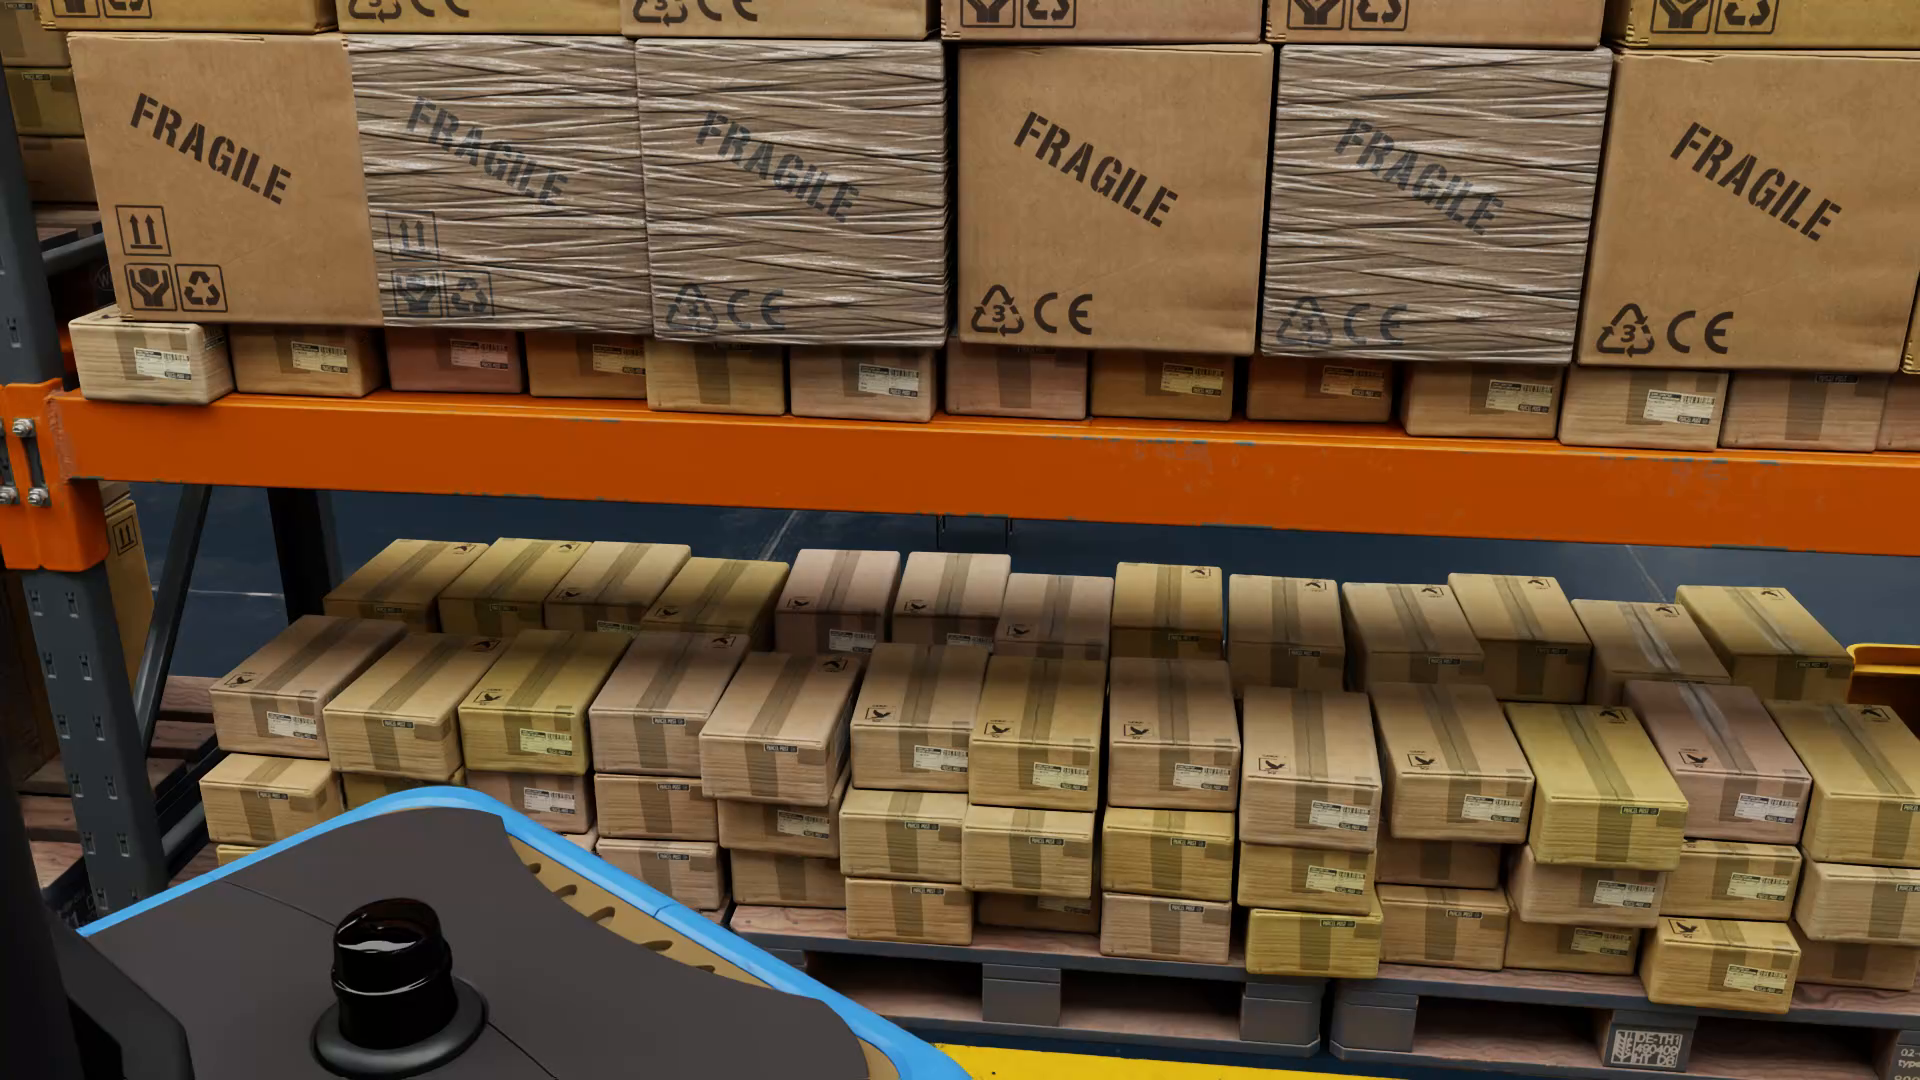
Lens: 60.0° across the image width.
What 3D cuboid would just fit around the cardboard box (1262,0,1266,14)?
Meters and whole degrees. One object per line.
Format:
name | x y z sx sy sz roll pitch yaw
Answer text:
cardboard box | 0.839 -1.278 3.193 0.500 0.500 0.500 2 22 5

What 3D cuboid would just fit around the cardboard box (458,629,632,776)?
cardboard box | -0.862 0.336 3.508 0.250 0.149 0.380 2 22 6

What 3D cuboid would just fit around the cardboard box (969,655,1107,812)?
cardboard box | 0.164 0.386 3.380 0.250 0.149 0.380 3 22 7

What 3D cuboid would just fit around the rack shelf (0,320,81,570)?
rack shelf | -3.689 -0.387 3.818 4.000 0.370 1.077 2 22 6

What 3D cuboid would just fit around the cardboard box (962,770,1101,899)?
cardboard box | 0.151 0.552 3.365 0.250 0.149 0.380 3 22 7

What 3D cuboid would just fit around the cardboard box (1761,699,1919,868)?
cardboard box | 1.714 0.461 3.190 0.250 0.149 0.380 3 22 7

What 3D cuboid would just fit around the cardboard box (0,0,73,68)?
cardboard box | -2.040 -1.175 3.794 0.250 0.149 0.380 4 22 9

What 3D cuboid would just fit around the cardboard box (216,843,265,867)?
cardboard box | -1.379 0.628 3.577 0.250 0.149 0.380 2 22 4

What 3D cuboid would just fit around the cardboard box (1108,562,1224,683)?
cardboard box | 0.480 0.195 3.863 0.250 0.149 0.380 3 22 7

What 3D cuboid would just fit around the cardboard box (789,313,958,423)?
cardboard box | -0.146 -0.347 3.080 0.250 0.149 0.380 3 22 9

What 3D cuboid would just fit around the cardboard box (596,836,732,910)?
cardboard box | -0.604 0.624 3.587 0.250 0.149 0.380 2 22 5

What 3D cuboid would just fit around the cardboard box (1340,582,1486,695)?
cardboard box | 1.010 0.239 3.753 0.250 0.149 0.380 1 22 4

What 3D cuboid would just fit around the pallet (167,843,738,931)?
pallet | -1.032 0.678 3.938 1.213 0.211 1.003 2 22 6

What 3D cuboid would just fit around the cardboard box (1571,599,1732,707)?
cardboard box | 1.501 0.277 3.656 0.250 0.149 0.380 3 22 7

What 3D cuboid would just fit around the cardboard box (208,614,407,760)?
cardboard box | -1.385 0.309 3.575 0.250 0.149 0.380 3 22 8

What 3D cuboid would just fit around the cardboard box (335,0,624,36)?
cardboard box | -0.767 -1.160 2.892 0.500 0.500 0.500 2 22 5

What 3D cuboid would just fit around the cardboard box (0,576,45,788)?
cardboard box | -2.467 0.392 3.697 0.500 0.500 0.500 2 22 5

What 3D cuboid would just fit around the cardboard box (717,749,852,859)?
cardboard box | -0.334 0.498 3.501 0.250 0.149 0.380 4 22 9

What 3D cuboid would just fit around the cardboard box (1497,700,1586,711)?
cardboard box | 1.261 0.403 3.742 0.250 0.149 0.380 3 22 7

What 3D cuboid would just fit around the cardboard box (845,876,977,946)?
cardboard box | -0.086 0.670 3.472 0.250 0.149 0.380 2 22 5

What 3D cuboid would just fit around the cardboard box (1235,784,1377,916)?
cardboard box | 0.680 0.572 3.315 0.250 0.149 0.380 3 22 7

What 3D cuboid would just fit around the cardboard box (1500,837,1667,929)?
cardboard box | 1.195 0.590 3.270 0.250 0.149 0.380 2 22 4

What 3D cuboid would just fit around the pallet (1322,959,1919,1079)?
pallet | 1.391 0.783 3.671 1.213 0.211 1.003 2 22 6

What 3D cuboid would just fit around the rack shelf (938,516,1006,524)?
rack shelf | 0.053 -0.218 5.847 0.240 0.259 0.215 2 22 6

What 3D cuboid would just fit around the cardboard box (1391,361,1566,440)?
cardboard box | 0.905 -0.311 2.987 0.250 0.149 0.380 2 22 4

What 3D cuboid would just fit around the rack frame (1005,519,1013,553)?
rack frame | 0.174 -0.481 5.728 0.008 1.050 0.200 2 22 6

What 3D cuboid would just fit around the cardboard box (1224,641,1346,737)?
cardboard box | 0.744 0.375 3.812 0.250 0.149 0.380 1 22 4

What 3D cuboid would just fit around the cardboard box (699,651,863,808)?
cardboard box | -0.357 0.380 3.397 0.250 0.149 0.380 3 22 7

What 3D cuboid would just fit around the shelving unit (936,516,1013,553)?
shelving unit | 0.053 -0.486 5.741 0.252 1.050 0.215 2 22 6

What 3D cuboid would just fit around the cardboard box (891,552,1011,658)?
cardboard box | -0.015 0.169 3.930 0.250 0.149 0.380 2 22 4

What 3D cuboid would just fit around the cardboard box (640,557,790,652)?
cardboard box | -0.564 0.184 3.893 0.250 0.149 0.380 3 22 8

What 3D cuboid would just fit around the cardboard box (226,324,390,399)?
cardboard box | -1.195 -0.402 3.220 0.250 0.149 0.380 3 22 8

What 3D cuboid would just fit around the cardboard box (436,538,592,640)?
cardboard box | -1.060 0.136 4.014 0.250 0.149 0.380 3 22 7

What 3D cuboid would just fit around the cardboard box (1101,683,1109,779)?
cardboard box | 0.249 0.467 3.985 0.250 0.149 0.380 3 22 6

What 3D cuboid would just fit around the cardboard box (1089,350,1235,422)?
cardboard box | 0.378 -0.350 3.086 0.250 0.149 0.380 3 22 7

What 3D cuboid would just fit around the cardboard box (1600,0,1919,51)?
cardboard box | 1.283 -1.063 2.648 0.500 0.500 0.500 2 22 4

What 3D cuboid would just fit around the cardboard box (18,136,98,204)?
cardboard box | -2.040 -0.899 3.903 0.250 0.149 0.380 1 22 4

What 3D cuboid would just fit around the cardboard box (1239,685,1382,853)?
cardboard box | 0.676 0.439 3.246 0.250 0.149 0.380 3 22 8

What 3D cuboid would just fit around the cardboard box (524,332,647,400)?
cardboard box | -0.655 -0.396 3.204 0.250 0.149 0.380 2 22 4

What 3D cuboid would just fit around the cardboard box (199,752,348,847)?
cardboard box | -1.380 0.490 3.523 0.250 0.149 0.380 3 22 9

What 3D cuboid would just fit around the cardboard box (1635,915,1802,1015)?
cardboard box | 1.455 0.748 3.275 0.250 0.149 0.380 3 22 8

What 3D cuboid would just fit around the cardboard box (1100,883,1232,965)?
cardboard box | 0.426 0.692 3.417 0.250 0.149 0.380 3 22 7

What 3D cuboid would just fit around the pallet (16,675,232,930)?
pallet | -2.476 0.629 4.063 1.213 0.211 1.003 2 22 6

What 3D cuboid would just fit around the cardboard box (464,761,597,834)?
cardboard box | -0.872 0.465 3.585 0.250 0.149 0.380 2 22 6

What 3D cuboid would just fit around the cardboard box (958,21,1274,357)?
cardboard box | 0.283 -0.640 2.939 0.500 0.500 0.500 4 22 9

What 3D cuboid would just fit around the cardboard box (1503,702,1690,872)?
cardboard box | 1.199 0.465 3.182 0.250 0.149 0.380 2 22 5

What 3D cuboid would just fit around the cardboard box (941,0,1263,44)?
cardboard box | 0.239 -1.104 2.751 0.500 0.500 0.500 2 22 4

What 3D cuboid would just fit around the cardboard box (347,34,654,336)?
cardboard box | -0.748 -0.688 3.059 0.500 0.500 0.500 2 22 6

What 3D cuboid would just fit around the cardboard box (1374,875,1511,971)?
cardboard box | 0.956 0.699 3.399 0.250 0.149 0.380 3 22 7

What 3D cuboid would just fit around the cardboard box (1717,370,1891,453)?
cardboard box | 1.419 -0.286 2.925 0.250 0.149 0.380 2 22 6

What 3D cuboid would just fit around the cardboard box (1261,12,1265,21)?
cardboard box | 0.837 -0.807 3.360 0.500 0.500 0.500 3 22 7

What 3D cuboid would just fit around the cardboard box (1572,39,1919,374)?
cardboard box | 1.282 -0.597 2.828 0.500 0.500 0.500 2 22 5

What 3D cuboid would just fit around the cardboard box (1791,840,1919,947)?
cardboard box | 1.712 0.611 3.215 0.250 0.149 0.380 2 22 5
